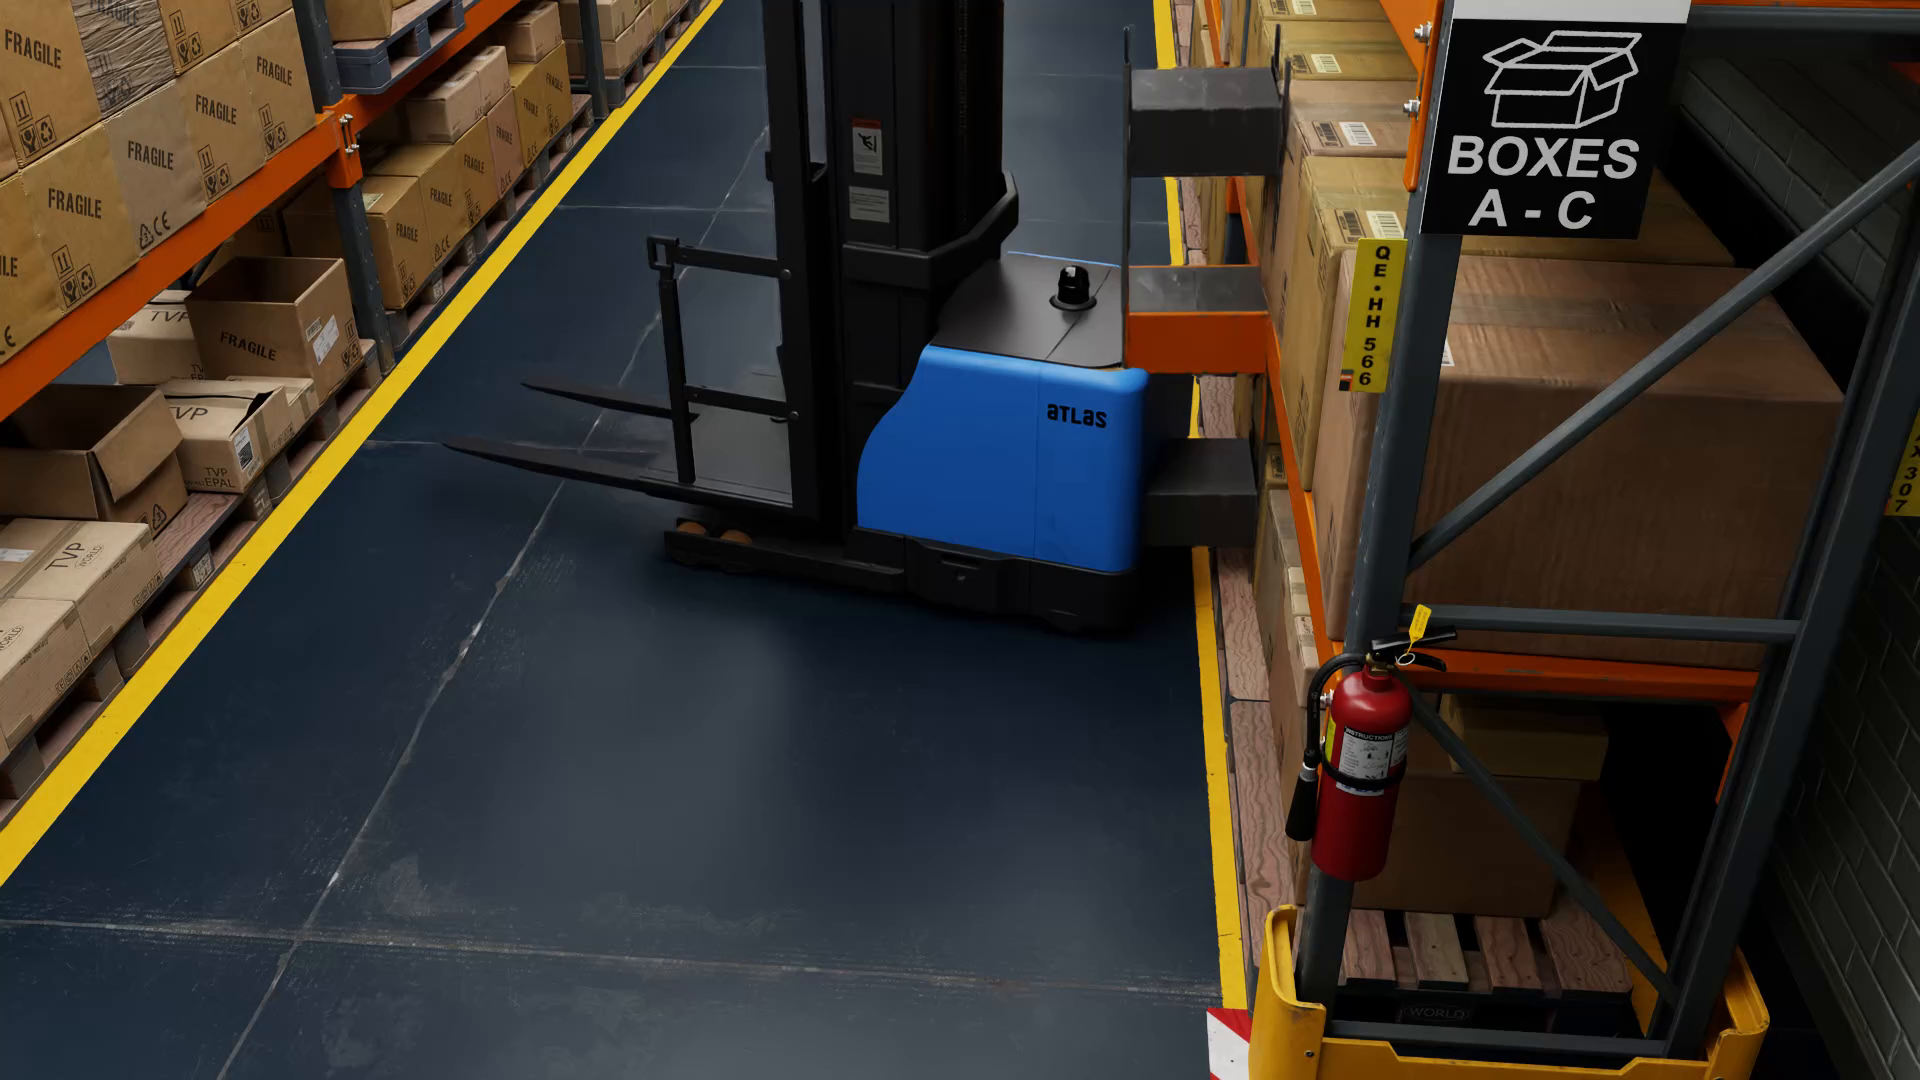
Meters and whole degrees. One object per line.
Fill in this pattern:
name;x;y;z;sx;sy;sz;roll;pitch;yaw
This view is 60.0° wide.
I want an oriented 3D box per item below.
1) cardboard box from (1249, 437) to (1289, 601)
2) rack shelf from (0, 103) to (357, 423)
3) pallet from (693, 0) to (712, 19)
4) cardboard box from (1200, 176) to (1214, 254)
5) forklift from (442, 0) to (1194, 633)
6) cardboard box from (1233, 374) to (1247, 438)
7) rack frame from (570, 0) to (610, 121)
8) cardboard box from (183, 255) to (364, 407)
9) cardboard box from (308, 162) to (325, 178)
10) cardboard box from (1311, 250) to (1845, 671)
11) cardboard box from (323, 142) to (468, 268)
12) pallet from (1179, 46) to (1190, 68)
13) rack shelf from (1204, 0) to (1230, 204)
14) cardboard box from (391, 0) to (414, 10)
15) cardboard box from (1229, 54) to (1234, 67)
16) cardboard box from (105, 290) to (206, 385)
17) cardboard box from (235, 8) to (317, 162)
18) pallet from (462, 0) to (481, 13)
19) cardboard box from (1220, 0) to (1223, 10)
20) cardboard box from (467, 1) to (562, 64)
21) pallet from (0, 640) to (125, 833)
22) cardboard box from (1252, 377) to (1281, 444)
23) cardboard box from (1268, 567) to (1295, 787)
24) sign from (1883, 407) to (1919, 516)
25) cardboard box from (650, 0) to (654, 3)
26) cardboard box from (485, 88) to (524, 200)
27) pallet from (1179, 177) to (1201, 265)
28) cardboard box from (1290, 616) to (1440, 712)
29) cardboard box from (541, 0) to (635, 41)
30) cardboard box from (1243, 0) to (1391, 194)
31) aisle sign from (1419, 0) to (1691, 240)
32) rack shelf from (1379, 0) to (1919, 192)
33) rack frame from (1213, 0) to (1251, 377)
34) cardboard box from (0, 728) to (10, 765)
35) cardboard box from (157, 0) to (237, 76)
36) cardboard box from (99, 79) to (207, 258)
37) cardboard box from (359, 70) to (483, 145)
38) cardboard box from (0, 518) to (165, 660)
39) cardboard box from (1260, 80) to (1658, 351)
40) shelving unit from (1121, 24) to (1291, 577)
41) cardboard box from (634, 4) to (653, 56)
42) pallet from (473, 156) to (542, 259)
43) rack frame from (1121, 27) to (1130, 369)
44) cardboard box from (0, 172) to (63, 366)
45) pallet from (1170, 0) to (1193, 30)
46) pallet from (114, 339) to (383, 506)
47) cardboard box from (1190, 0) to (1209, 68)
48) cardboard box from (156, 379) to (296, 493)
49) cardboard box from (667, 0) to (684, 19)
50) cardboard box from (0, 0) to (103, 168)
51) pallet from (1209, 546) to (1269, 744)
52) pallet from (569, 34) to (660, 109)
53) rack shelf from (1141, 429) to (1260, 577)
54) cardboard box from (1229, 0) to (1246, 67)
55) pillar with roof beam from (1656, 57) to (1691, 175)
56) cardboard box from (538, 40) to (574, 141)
cardboard box;1.429;-0.103;6.040;0.700;0.500;0.500;3;32;5
rack shelf;-3.420;-0.763;5.815;1.077;0.370;4.000;2;32;4
pallet;-2.627;-4.724;14.215;1.003;0.211;1.213;2;32;4
cardboard box;1.673;-1.980;8.752;0.750;0.750;0.750;3;32;5
forklift;-0.641;-1.366;6.173;3.031;2.935;1.130;10;33;16
cardboard box;1.517;-0.634;6.901;0.700;0.500;0.500;3;32;5
rack frame;-2.932;-4.207;10.717;1.000;3.000;0.127;2;32;4
cardboard box;-3.021;-0.928;7.361;0.500;0.500;0.500;2;32;4
cardboard box;-3.454;-1.767;8.721;0.500;0.500;0.500;3;32;4
cardboard box;1.386;-0.209;3.944;0.980;0.700;0.700;4;32;6
cardboard box;-2.943;-1.760;8.711;0.500;0.500;0.500;3;32;5
pallet;2.071;-3.219;11.772;1.003;0.211;1.213;2;32;4
rack shelf;1.843;-2.645;8.869;1.077;0.370;4.000;2;32;4
cardboard box;-3.003;-2.937;8.161;0.700;0.500;0.500;7;32;12
cardboard box;1.422;-2.129;7.566;0.380;0.149;0.250;3;32;5
cardboard box;-3.507;-0.948;7.572;0.500;0.311;0.500;2;32;4
cardboard box;-3.043;-1.885;6.855;0.500;0.500;0.500;3;32;5
pallet;-3.086;-3.108;9.117;1.003;0.211;1.213;2;32;4
cardboard box;1.547;-2.865;8.142;0.500;0.500;0.500;3;32;4
cardboard box;-2.775;-3.121;10.203;0.500;0.250;0.500;4;32;6
pallet;-3.513;0.707;5.402;1.003;0.211;1.213;2;32;4
cardboard box;1.265;-0.465;6.010;0.380;0.149;0.250;2;32;3
cardboard box;1.352;0.439;5.160;0.700;0.500;0.500;2;32;4
sign;1.907;-0.189;3.298;0.100;0.325;0.005;2;32;4
cardboard box;-2.518;-4.257;12.484;0.500;0.311;0.500;2;32;3
cardboard box;-2.853;-2.286;9.563;0.500;0.500;0.500;1;32;2
pallet;1.764;-1.765;9.413;1.003;0.211;1.213;2;32;4
cardboard box;1.140;0.350;4.687;0.380;0.149;0.250;2;32;3
cardboard box;-2.597;-3.715;11.605;0.500;0.311;0.500;3;32;6
cardboard box;1.620;-1.750;6.445;0.980;0.700;0.700;3;32;5
aisle sign;1.049;-0.896;2.867;0.394;0.787;0.004;2;32;4
rack shelf;1.517;-1.831;4.688;1.077;0.370;4.000;2;32;4
rack frame;1.680;-1.906;6.983;1.000;3.000;0.127;2;32;4
cardboard box;-3.186;0.660;5.101;0.380;0.166;0.250;2;32;4
cardboard box;-3.080;-2.040;6.153;0.500;0.500;0.500;2;32;3
cardboard box;-3.123;-1.347;5.982;0.500;0.500;0.500;3;32;5
cardboard box;-2.894;-2.323;8.909;0.500;0.250;0.500;3;32;4
cardboard box;-3.175;0.165;5.825;0.500;0.250;0.500;2;32;4
cardboard box;1.505;-0.988;5.208;0.980;0.700;0.700;1;32;2
shelving unit;0.817;-0.685;5.811;0.503;2.100;0.431;0;33;5
cardboard box;-2.557;-3.739;12.179;0.500;0.250;0.500;2;32;3
pallet;-3.132;-1.995;9.786;1.003;0.211;1.213;2;32;4
rack frame;0.574;-0.686;5.832;0.015;2.100;0.400;0;33;5
cardboard box;-3.204;-0.819;5.125;0.500;0.500;0.500;2;32;4
pallet;2.269;-4.495;13.842;1.003;0.211;1.213;2;32;4
pallet;-3.314;-0.569;7.472;1.003;0.211;1.213;2;32;4
cardboard box;1.815;-2.882;10.216;0.750;0.750;0.750;2;32;3
cardboard box;-3.082;-0.456;6.774;0.500;0.311;0.500;2;32;4
cardboard box;-2.478;-4.279;13.056;0.500;0.250;0.500;3;32;5
cardboard box;-3.163;-1.513;5.298;0.500;0.500;0.500;2;32;4
pallet;1.443;0.315;6.037;1.003;0.211;1.213;2;32;4
pallet;-2.826;-3.449;12.145;1.003;0.211;1.213;2;32;4
rack shelf;0.848;-0.086;6.198;0.480;0.518;0.431;0;33;5
cardboard box;1.466;-2.335;7.283;0.500;0.500;0.500;2;32;3
pillar with roof beam;-1.806;-4.240;5.054;9.100;9.000;0.400;2;32;4
cardboard box;-2.774;-2.831;10.448;0.500;0.500;0.500;4;32;6
